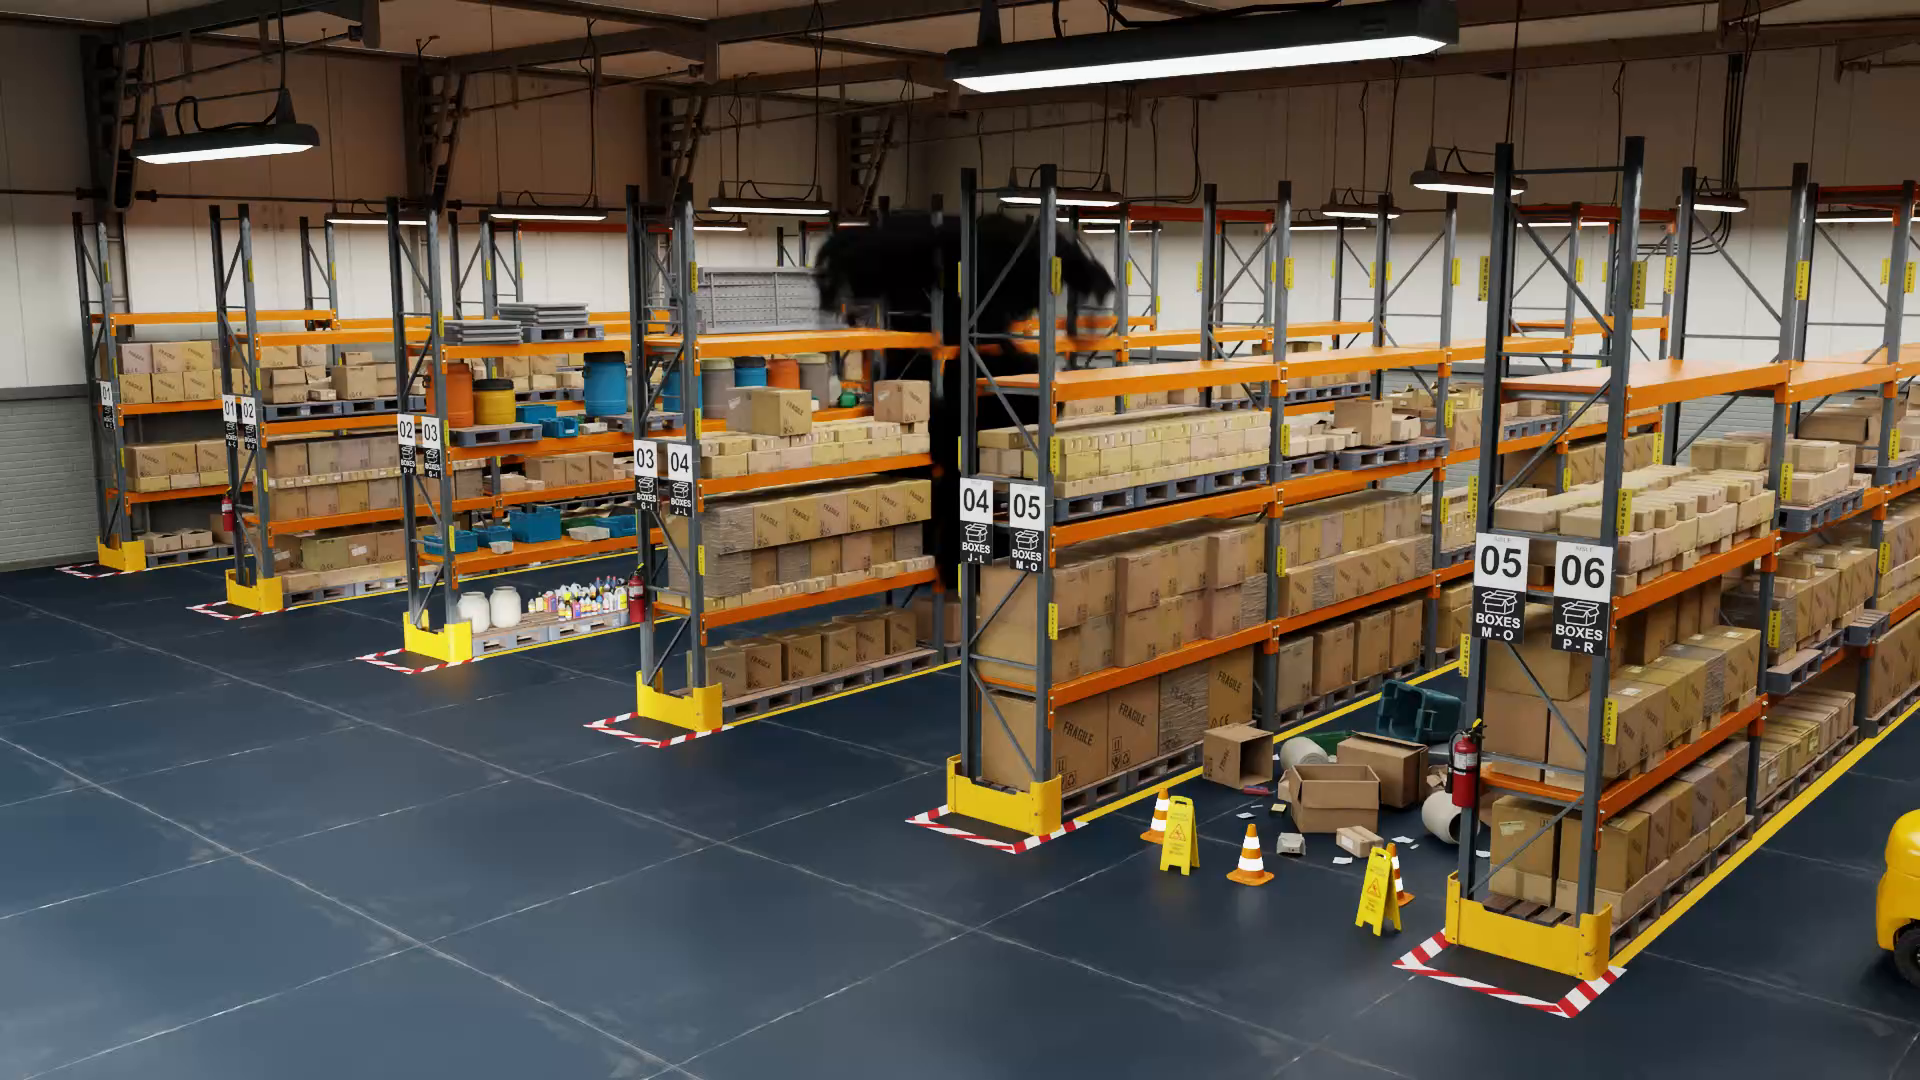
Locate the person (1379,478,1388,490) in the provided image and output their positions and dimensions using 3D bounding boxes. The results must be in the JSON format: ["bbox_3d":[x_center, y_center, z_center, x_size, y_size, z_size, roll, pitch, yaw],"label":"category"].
[{"bbox_3d":[7.927,-0.853,31.750,0.561,1.572,0.587,-7,12,-36],"label":"person"}]
